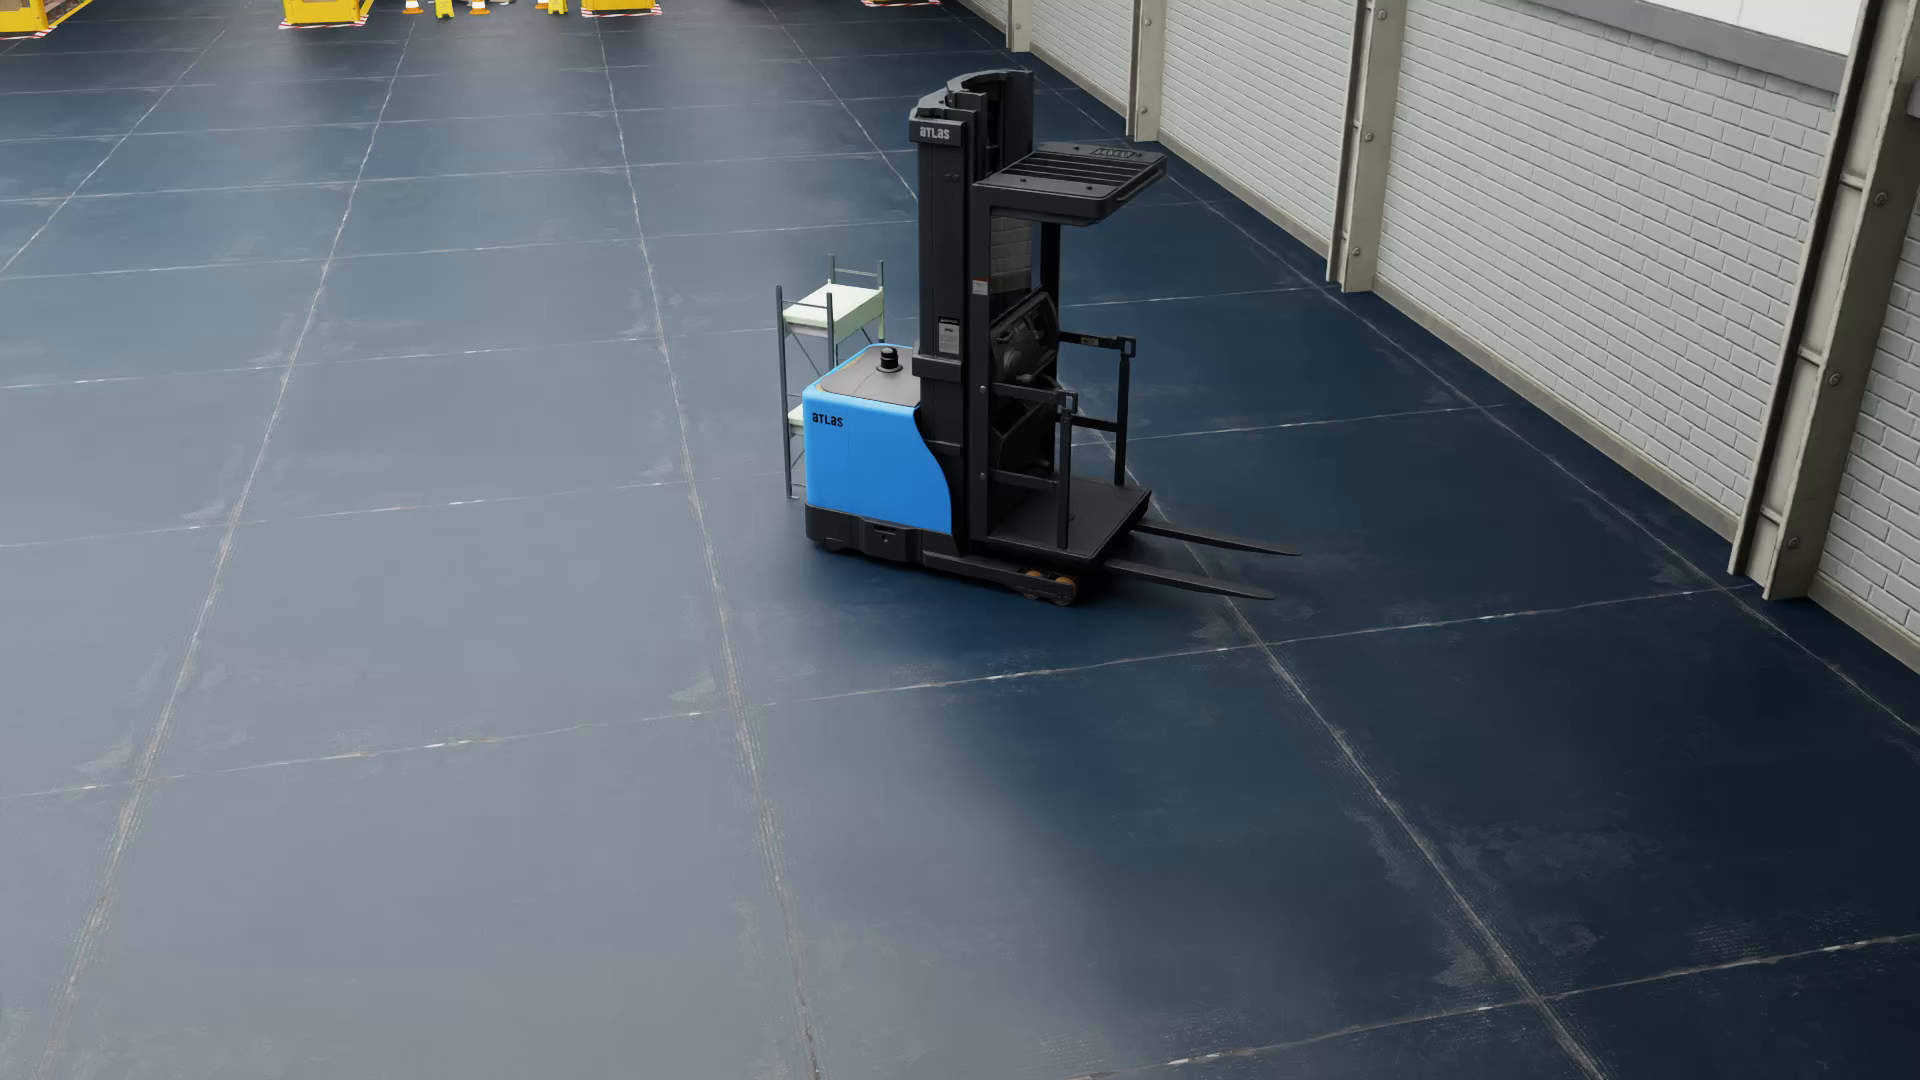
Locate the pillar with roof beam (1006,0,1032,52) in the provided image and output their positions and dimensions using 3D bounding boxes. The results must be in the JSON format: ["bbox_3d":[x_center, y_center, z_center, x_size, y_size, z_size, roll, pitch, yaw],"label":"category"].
[{"bbox_3d":[-3.278,-11.218,22.989,9.100,9.000,0.400,-6,27,-12],"label":"pillar with roof beam"}]

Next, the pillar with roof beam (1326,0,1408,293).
[{"bbox_3d":[-0.573,-5.950,12.552,9.100,9.000,0.400,-6,27,-12],"label":"pillar with roof beam"}]

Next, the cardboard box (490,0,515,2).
[{"bbox_3d":[-8.255,-9.806,30.013,0.380,0.149,0.250,8,28,15],"label":"cardboard box"}]

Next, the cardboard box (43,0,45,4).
[{"bbox_3d":[-15.939,-9.309,28.172,0.500,0.500,0.500,1,27,2],"label":"cardboard box"}]

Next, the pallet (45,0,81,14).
[{"bbox_3d":[-16.084,-9.385,29.111,1.003,0.211,1.213,-6,27,-12],"label":"pallet"}]

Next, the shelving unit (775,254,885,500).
[{"bbox_3d":[-0.849,-1.080,11.225,0.431,1.500,0.755,11,29,21],"label":"shelving unit"}]

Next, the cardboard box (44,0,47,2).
[{"bbox_3d":[-16.062,-9.585,28.720,0.500,0.500,0.500,-3,27,-7],"label":"cardboard box"}]

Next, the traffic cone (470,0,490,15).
[{"bbox_3d":[-8.350,-9.372,28.804,0.336,0.463,0.334,-6,27,-12],"label":"traffic cone"}]

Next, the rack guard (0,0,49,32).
[{"bbox_3d":[-15.664,-8.620,27.273,1.175,0.500,0.348,-6,27,-12],"label":"rack guard"}]

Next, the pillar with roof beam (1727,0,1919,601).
[{"bbox_3d":[0.779,-3.316,7.334,9.100,9.000,0.400,-6,27,-12],"label":"pillar with roof beam"}]

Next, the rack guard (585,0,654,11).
[{"bbox_3d":[-6.009,-9.626,29.267,1.175,0.500,0.348,-6,27,-12],"label":"rack guard"}]

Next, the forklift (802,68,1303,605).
[{"bbox_3d":[0.572,-1.190,9.854,3.031,2.935,1.130,12,29,22],"label":"forklift"}]

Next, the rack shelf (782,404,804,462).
[{"bbox_3d":[-0.849,-0.789,11.372,0.431,0.370,0.720,11,29,21],"label":"rack shelf"}]

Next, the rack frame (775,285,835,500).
[{"bbox_3d":[-0.995,-0.929,10.925,0.400,1.500,0.023,11,29,21],"label":"rack frame"}]

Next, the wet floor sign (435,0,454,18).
[{"bbox_3d":[-8.856,-9.299,28.457,0.267,0.644,0.232,-11,29,-20],"label":"wet floor sign"}]

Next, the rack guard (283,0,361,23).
[{"bbox_3d":[-10.786,-9.035,28.096,1.175,0.500,0.348,-6,27,-12],"label":"rack guard"}]

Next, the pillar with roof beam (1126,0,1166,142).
[{"bbox_3d":[-1.925,-8.584,17.771,9.100,9.000,0.400,-6,27,-12],"label":"pillar with roof beam"}]

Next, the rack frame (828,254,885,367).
[{"bbox_3d":[-0.703,-1.231,11.524,0.400,1.500,0.023,11,29,21],"label":"rack frame"}]

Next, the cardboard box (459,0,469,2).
[{"bbox_3d":[-8.854,-10.108,30.218,0.637,0.503,0.797,19,32,32],"label":"cardboard box"}]

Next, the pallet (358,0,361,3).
[{"bbox_3d":[-11.320,-9.794,29.920,1.003,0.211,1.213,-6,27,-12],"label":"pallet"}]

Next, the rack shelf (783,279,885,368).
[{"bbox_3d":[-0.849,-1.428,11.049,0.431,0.370,0.720,11,29,21],"label":"rack shelf"}]

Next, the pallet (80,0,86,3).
[{"bbox_3d":[-16.363,-9.922,30.174,1.003,0.211,1.213,-6,27,-12],"label":"pallet"}]

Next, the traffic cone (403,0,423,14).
[{"bbox_3d":[-9.528,-9.406,28.873,0.336,0.463,0.334,-6,27,-12],"label":"traffic cone"}]

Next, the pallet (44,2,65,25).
[{"bbox_3d":[-15.813,-8.851,28.052,1.003,0.211,1.213,-6,27,-12],"label":"pallet"}]

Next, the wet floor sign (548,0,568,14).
[{"bbox_3d":[-6.992,-9.465,28.787,0.267,0.644,0.232,3,27,6],"label":"wet floor sign"}]

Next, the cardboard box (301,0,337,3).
[{"bbox_3d":[-11.009,-9.691,28.514,0.875,0.875,0.875,-6,27,-11],"label":"cardboard box"}]

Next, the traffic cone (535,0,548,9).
[{"bbox_3d":[-7.346,-9.634,29.323,0.336,0.463,0.334,-6,27,-12],"label":"traffic cone"}]

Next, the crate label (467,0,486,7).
[{"bbox_3d":[-8.588,-9.565,29.549,0.250,0.136,0.298,-23,35,-38],"label":"crate label"}]

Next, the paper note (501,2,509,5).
[{"bbox_3d":[-8.144,-9.596,29.728,0.148,0.019,0.142,-16,31,-29],"label":"paper note"}]

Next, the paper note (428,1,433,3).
[{"bbox_3d":[-9.482,-9.678,29.892,0.144,0.017,0.142,3,27,6],"label":"paper note"}]

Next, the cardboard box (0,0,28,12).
[{"bbox_3d":[-15.771,-9.050,27.659,0.500,0.500,0.500,-1,27,-2],"label":"cardboard box"}]

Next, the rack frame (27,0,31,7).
[{"bbox_3d":[-15.647,-9.702,26.643,1.000,3.000,0.127,-6,27,-12],"label":"rack frame"}]
